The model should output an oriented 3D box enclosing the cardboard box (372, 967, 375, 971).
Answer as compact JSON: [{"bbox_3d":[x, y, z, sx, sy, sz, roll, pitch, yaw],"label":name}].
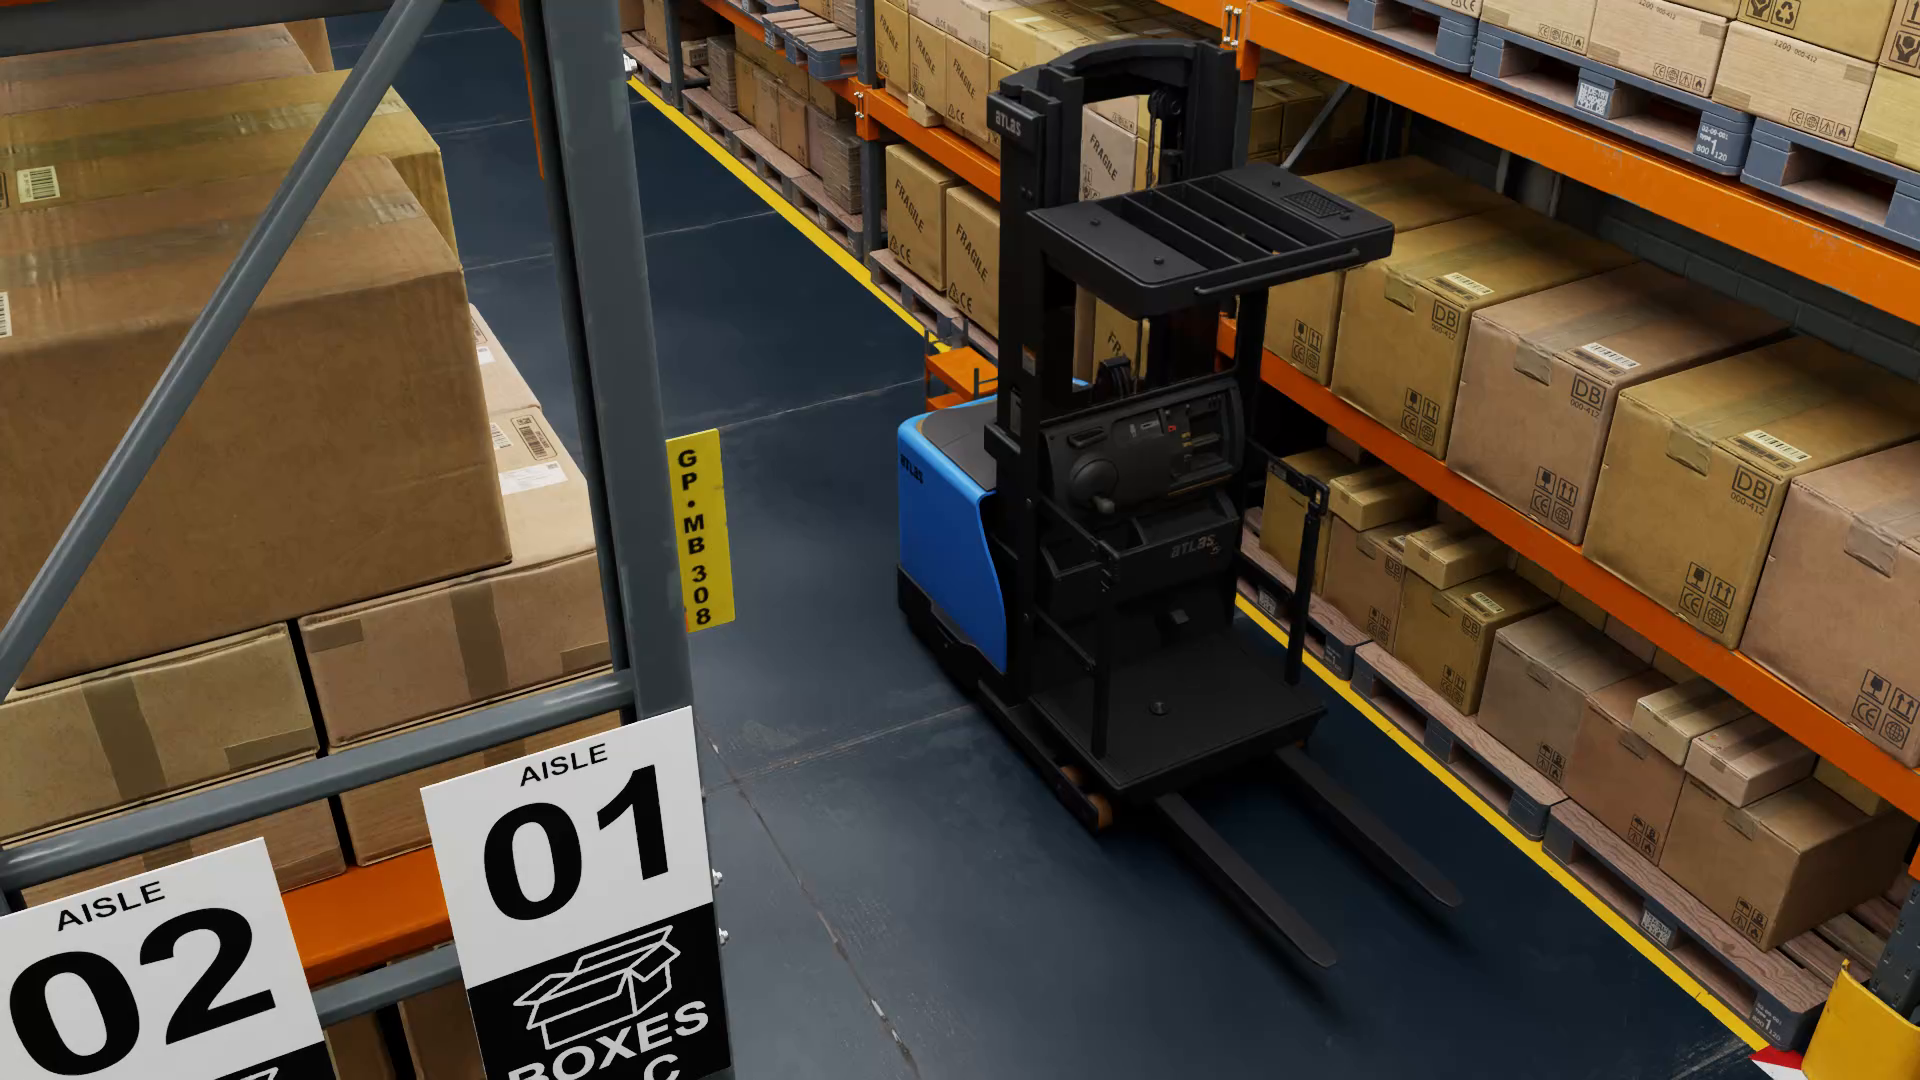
[{"bbox_3d":[-1.312,0.957,4.384,0.500,0.500,0.500,-16,36,-23],"label":"cardboard box"}]

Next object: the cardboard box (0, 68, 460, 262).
[{"bbox_3d":[-1.274,-0.465,2.895,0.700,0.500,0.500,-16,36,-23],"label":"cardboard box"}]

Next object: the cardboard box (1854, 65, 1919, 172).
[{"bbox_3d":[2.942,-1.187,4.699,0.500,0.250,0.500,-15,35,-22],"label":"cardboard box"}]

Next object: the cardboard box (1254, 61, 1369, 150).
[{"bbox_3d":[1.670,-2.171,8.276,0.500,0.250,0.500,-15,35,-22],"label":"cardboard box"}]

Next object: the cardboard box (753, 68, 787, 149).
[{"bbox_3d":[-1.231,-3.511,13.358,0.700,0.500,0.500,-15,36,-23],"label":"cardboard box"}]

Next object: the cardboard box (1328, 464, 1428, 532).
[{"bbox_3d":[1.910,-0.200,7.608,0.380,0.149,0.250,-15,35,-22],"label":"cardboard box"}]

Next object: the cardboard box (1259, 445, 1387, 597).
[{"bbox_3d":[1.912,-0.136,8.110,0.700,0.500,0.500,-15,36,-23],"label":"cardboard box"}]

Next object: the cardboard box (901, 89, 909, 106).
[{"bbox_3d":[-0.153,-2.868,10.661,0.380,0.149,0.250,-15,36,-22],"label":"cardboard box"}]

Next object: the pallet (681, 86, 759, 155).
[{"bbox_3d":[-1.712,-3.667,14.278,1.003,0.211,1.213,-16,36,-23],"label":"pallet"}]

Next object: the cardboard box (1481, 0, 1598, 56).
[{"bbox_3d":[2.213,-1.928,5.855,0.500,0.250,0.500,-17,36,-24],"label":"cardboard box"}]

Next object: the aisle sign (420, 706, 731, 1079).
[{"bbox_3d":[-0.570,0.626,2.582,0.394,0.787,0.004,-16,36,-23],"label":"aisle sign"}]

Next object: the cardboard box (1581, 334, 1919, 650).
[{"bbox_3d":[2.923,-0.197,5.999,0.980,0.700,0.700,-16,36,-23],"label":"cardboard box"}]

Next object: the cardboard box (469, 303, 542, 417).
[{"bbox_3d":[-1.098,-0.200,3.176,0.500,0.250,0.500,-16,36,-23],"label":"cardboard box"}]

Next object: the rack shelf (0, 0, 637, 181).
[{"bbox_3d":[-1.794,-1.414,3.286,1.077,0.370,4.000,-16,36,-23],"label":"rack shelf"}]

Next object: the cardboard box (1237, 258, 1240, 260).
[{"bbox_3d":[1.246,-1.387,8.349,0.380,0.149,0.250,-16,36,-23],"label":"cardboard box"}]

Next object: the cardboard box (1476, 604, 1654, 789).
[{"bbox_3d":[2.635,0.602,6.957,0.700,0.500,0.500,-17,36,-25],"label":"cardboard box"}]

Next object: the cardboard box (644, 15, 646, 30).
[{"bbox_3d":[-2.804,-4.966,15.955,0.380,0.149,0.250,-19,37,-27],"label":"cardboard box"}]

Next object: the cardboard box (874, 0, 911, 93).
[{"bbox_3d":[-0.211,-3.183,10.551,0.500,0.500,0.500,-15,35,-22],"label":"cardboard box"}]

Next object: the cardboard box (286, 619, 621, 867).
[{"bbox_3d":[-0.876,0.253,2.933,0.500,0.250,0.500,-16,36,-23],"label":"cardboard box"}]

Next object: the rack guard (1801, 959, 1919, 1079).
[{"bbox_3d":[3.530,1.578,5.823,1.175,0.500,0.348,-16,36,-23],"label":"rack guard"}]

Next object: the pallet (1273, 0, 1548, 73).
[{"bbox_3d":[2.026,-2.227,6.748,1.003,0.211,1.213,-16,36,-23],"label":"pallet"}]

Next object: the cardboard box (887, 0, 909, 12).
[{"bbox_3d":[-0.214,-3.500,10.350,0.500,0.250,0.500,-15,36,-22],"label":"cardboard box"}]

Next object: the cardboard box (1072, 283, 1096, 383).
[{"bbox_3d":[0.819,-1.367,9.707,0.750,0.750,0.750,-15,35,-22],"label":"cardboard box"}]

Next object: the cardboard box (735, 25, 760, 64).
[{"bbox_3d":[-1.510,-4.105,13.590,0.500,0.250,0.500,-17,36,-24],"label":"cardboard box"}]

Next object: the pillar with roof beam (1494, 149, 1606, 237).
[{"bbox_3d":[-1.063,-2.721,4.656,9.100,9.000,0.400,-16,36,-23],"label":"pillar with roof beam"}]

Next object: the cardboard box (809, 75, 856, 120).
[{"bbox_3d":[-0.803,-3.370,12.444,0.500,0.250,0.500,-15,36,-22],"label":"cardboard box"}]

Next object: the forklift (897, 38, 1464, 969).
[{"bbox_3d":[0.857,-0.314,6.524,1.130,2.935,3.031,-17,36,-24],"label":"forklift"}]

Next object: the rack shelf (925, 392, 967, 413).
[{"bbox_3d":[0.053,-0.575,8.245,0.258,0.148,0.480,-17,36,-24],"label":"rack shelf"}]

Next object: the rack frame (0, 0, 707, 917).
[{"bbox_3d":[-0.862,-0.764,1.601,1.000,3.000,0.127,-16,36,-23],"label":"rack frame"}]

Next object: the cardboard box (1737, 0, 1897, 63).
[{"bbox_3d":[2.712,-1.743,4.871,0.500,0.500,0.500,-15,35,-22],"label":"cardboard box"}]

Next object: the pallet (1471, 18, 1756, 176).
[{"bbox_3d":[2.591,-1.646,5.840,1.003,0.211,1.213,-16,36,-23],"label":"pallet"}]

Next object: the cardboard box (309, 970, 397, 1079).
[{"bbox_3d":[-1.313,1.156,3.146,0.500,0.500,0.500,-16,36,-24],"label":"cardboard box"}]

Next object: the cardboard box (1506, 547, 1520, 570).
[{"bbox_3d":[2.508,-0.031,7.345,0.380,0.149,0.250,-15,36,-23],"label":"cardboard box"}]

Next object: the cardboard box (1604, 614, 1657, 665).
[{"bbox_3d":[2.867,0.335,6.773,0.380,0.149,0.250,-15,36,-22],"label":"cardboard box"}]

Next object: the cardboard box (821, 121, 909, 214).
[{"bbox_3d":[-0.593,-2.767,12.197,0.700,0.500,0.500,-15,36,-22],"label":"cardboard box"}]

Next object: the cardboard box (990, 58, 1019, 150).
[{"bbox_3d":[0.505,-2.447,9.402,0.500,0.500,0.500,-15,36,-22],"label":"cardboard box"}]

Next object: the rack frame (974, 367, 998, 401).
[{"bbox_3d":[0.172,-0.328,8.150,0.240,1.200,0.015,-17,36,-24],"label":"rack frame"}]

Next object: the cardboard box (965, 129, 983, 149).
[{"bbox_3d":[0.251,-2.510,10.101,0.380,0.149,0.250,-15,36,-22],"label":"cardboard box"}]

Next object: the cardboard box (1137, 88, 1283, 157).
[{"bbox_3d":[1.210,-2.045,8.079,0.500,0.250,0.500,-15,36,-22],"label":"cardboard box"}]

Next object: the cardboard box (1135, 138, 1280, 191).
[{"bbox_3d":[1.215,-1.727,8.279,0.500,0.500,0.500,-16,36,-24],"label":"cardboard box"}]

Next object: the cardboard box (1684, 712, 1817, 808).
[{"bbox_3d":[2.883,0.792,6.059,0.380,0.149,0.250,-16,36,-24],"label":"cardboard box"}]

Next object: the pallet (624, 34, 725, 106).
[{"bbox_3d":[-2.421,-4.350,15.344,1.003,0.211,1.213,-16,36,-23],"label":"pallet"}]

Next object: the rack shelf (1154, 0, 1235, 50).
[{"bbox_3d":[0.721,-3.309,9.021,1.077,0.370,4.000,-16,36,-23],"label":"rack shelf"}]

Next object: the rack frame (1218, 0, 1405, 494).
[{"bbox_3d":[1.654,-1.395,8.146,1.000,3.000,0.127,-16,36,-23],"label":"rack frame"}]

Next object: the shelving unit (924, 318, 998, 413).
[{"bbox_3d":[0.053,-0.443,8.329,0.258,1.200,0.503,-17,36,-24],"label":"shelving unit"}]

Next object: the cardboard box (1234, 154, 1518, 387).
[{"bbox_3d":[1.892,-1.258,7.655,0.980,0.700,0.700,-15,36,-22],"label":"cardboard box"}]

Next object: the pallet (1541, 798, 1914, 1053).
[{"bbox_3d":[3.077,1.326,6.484,1.003,0.211,1.213,-16,36,-23],"label":"pallet"}]
